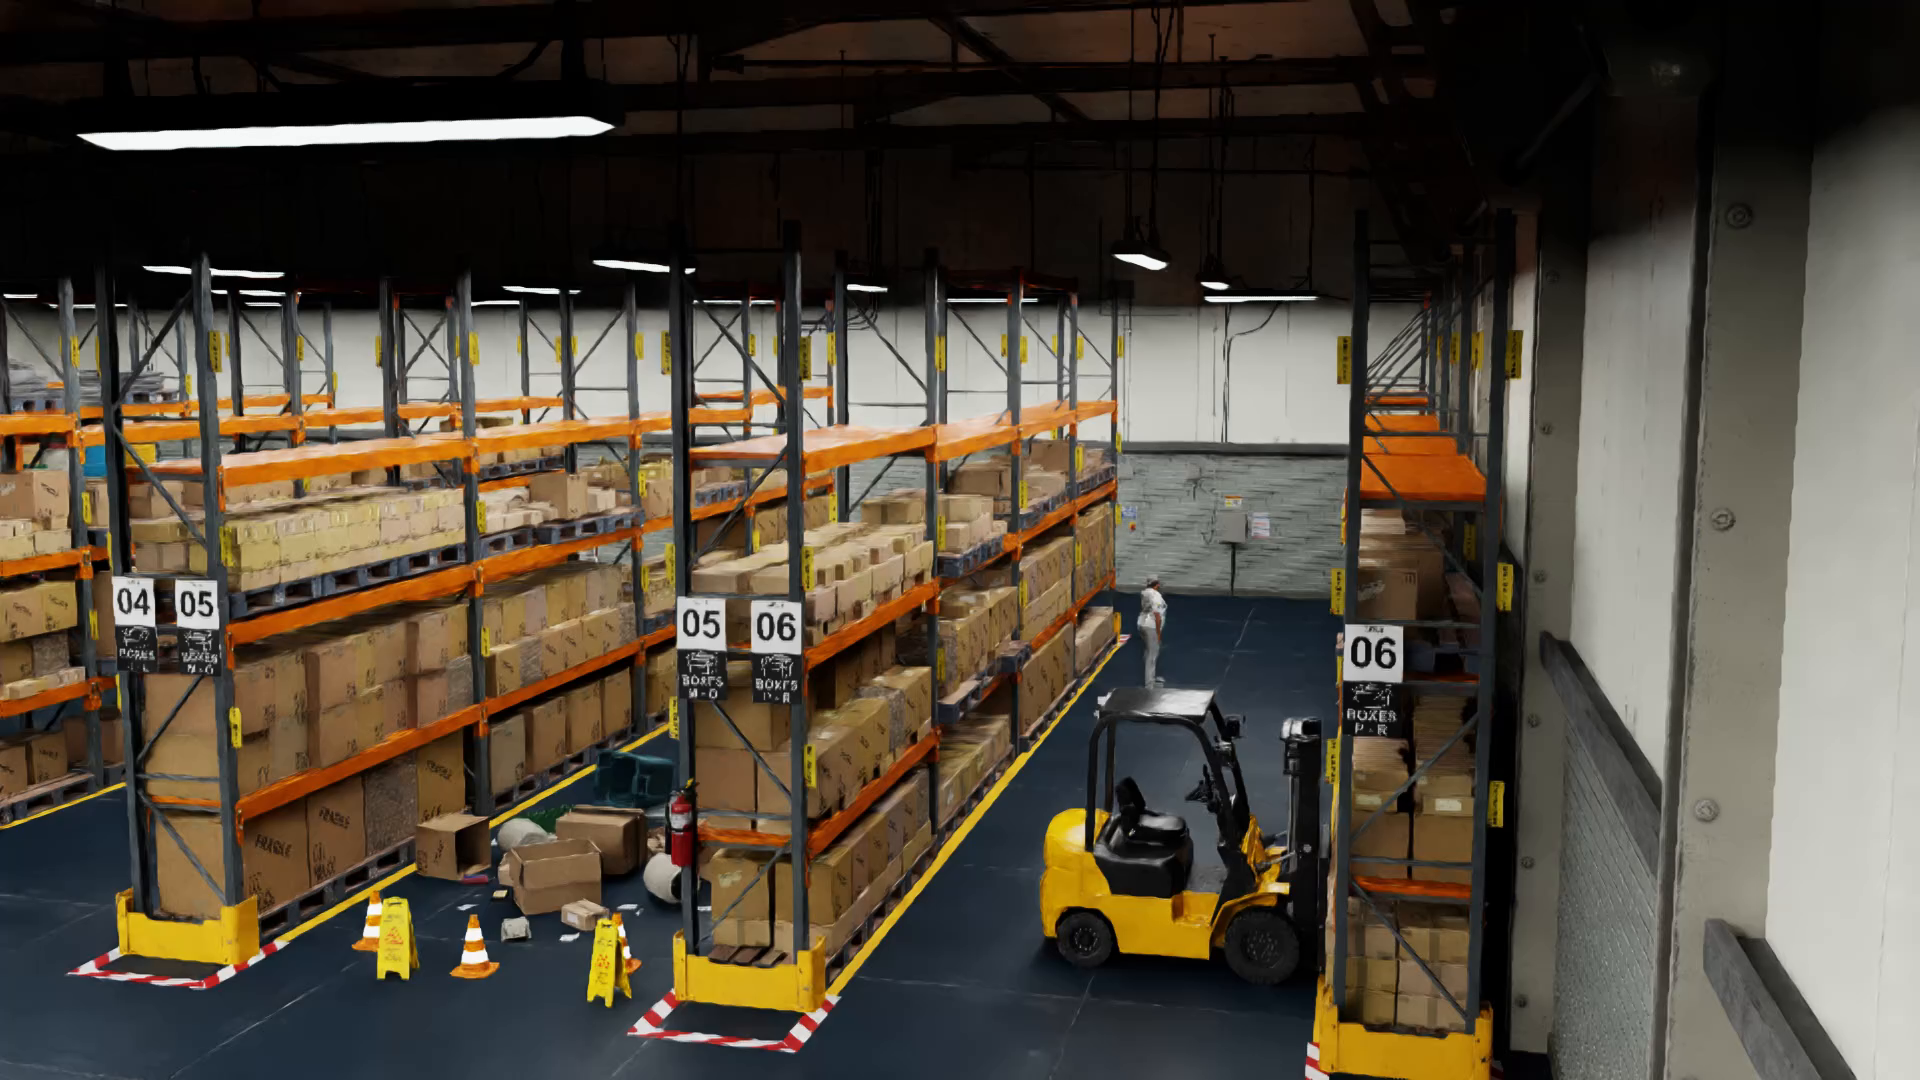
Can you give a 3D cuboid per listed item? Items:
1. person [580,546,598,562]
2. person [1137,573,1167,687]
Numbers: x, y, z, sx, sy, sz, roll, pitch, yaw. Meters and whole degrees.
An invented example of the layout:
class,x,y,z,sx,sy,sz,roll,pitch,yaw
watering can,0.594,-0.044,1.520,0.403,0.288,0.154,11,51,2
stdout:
class,x,y,z,sx,sy,sz,roll,pitch,yaw
person,-7.260,0.386,31.900,0.715,1.774,0.451,-6,9,-41
person,2.875,1.324,24.709,0.449,1.668,0.530,-2,7,-17
